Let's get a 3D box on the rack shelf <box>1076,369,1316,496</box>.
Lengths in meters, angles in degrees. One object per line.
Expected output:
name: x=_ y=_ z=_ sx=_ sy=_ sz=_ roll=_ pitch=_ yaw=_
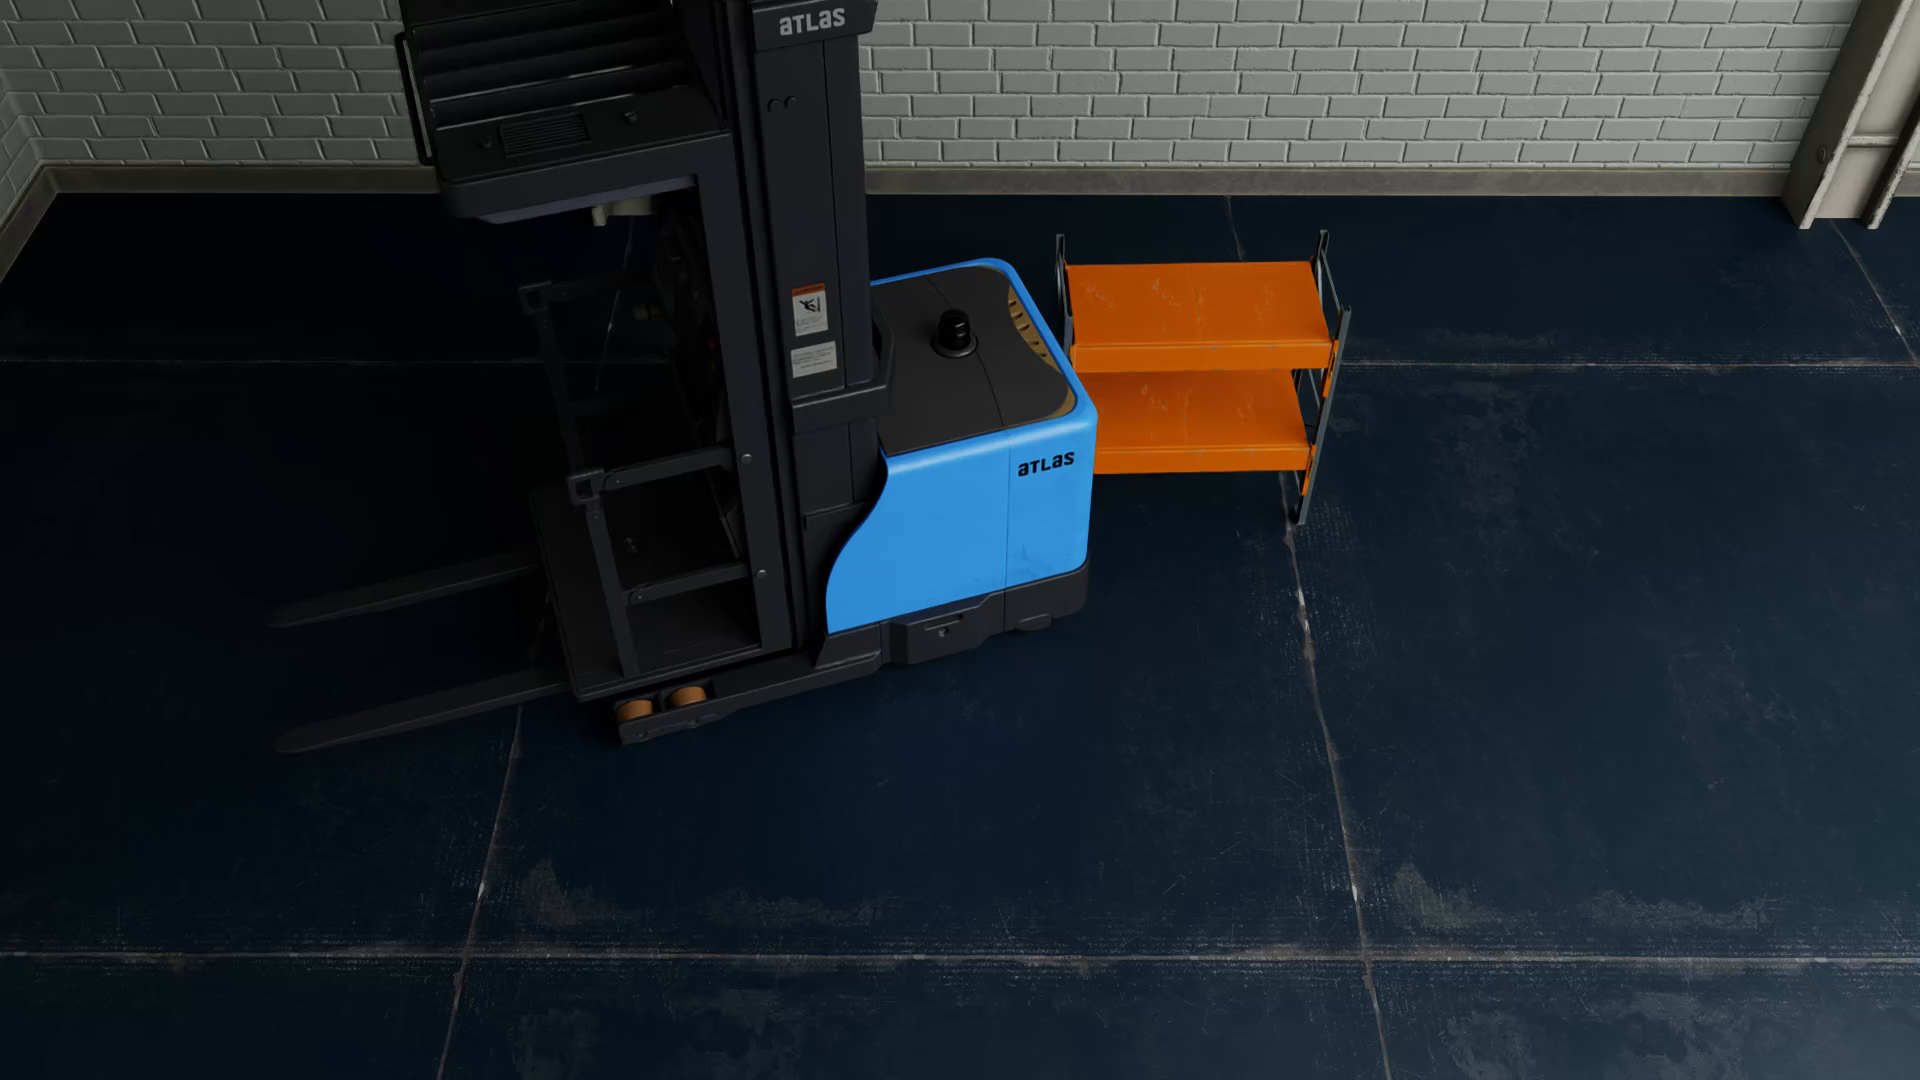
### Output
rack shelf: x=0.899 y=-0.453 z=6.818 sx=1.000 sy=0.278 sz=0.538 roll=-1 pitch=47 yaw=-1

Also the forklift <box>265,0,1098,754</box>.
forklift: x=-1.076 y=-0.690 z=5.470 sx=3.031 sy=2.935 sz=1.130 roll=-14 pitch=49 yaw=-13

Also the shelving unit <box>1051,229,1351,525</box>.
shelving unit: x=0.899 y=-0.620 z=6.639 sx=1.048 sy=1.125 sz=0.538 roll=-1 pitch=47 yaw=-1

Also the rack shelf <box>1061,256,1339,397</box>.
rack shelf: x=0.899 y=-0.819 z=6.425 sx=1.000 sy=0.278 sz=0.538 roll=-1 pitch=47 yaw=-1

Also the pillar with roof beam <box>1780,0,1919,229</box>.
pillar with roof beam: x=4.355 y=-1.576 z=2.150 sx=0.400 sy=9.000 sz=9.100 roll=0 pitch=47 yaw=0

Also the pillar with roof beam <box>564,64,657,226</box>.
pillar with roof beam: x=-1.645 y=-1.592 z=2.165 sx=0.400 sy=9.000 sz=9.100 roll=0 pitch=47 yaw=0

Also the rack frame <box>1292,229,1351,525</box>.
rack frame: x=1.407 y=-0.630 z=6.649 sx=0.032 sy=1.125 sz=0.500 roll=-1 pitch=47 yaw=-1

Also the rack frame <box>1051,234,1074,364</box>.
rack frame: x=0.391 y=-0.610 z=6.630 sx=0.032 sy=1.125 sz=0.500 roll=-1 pitch=47 yaw=-1
